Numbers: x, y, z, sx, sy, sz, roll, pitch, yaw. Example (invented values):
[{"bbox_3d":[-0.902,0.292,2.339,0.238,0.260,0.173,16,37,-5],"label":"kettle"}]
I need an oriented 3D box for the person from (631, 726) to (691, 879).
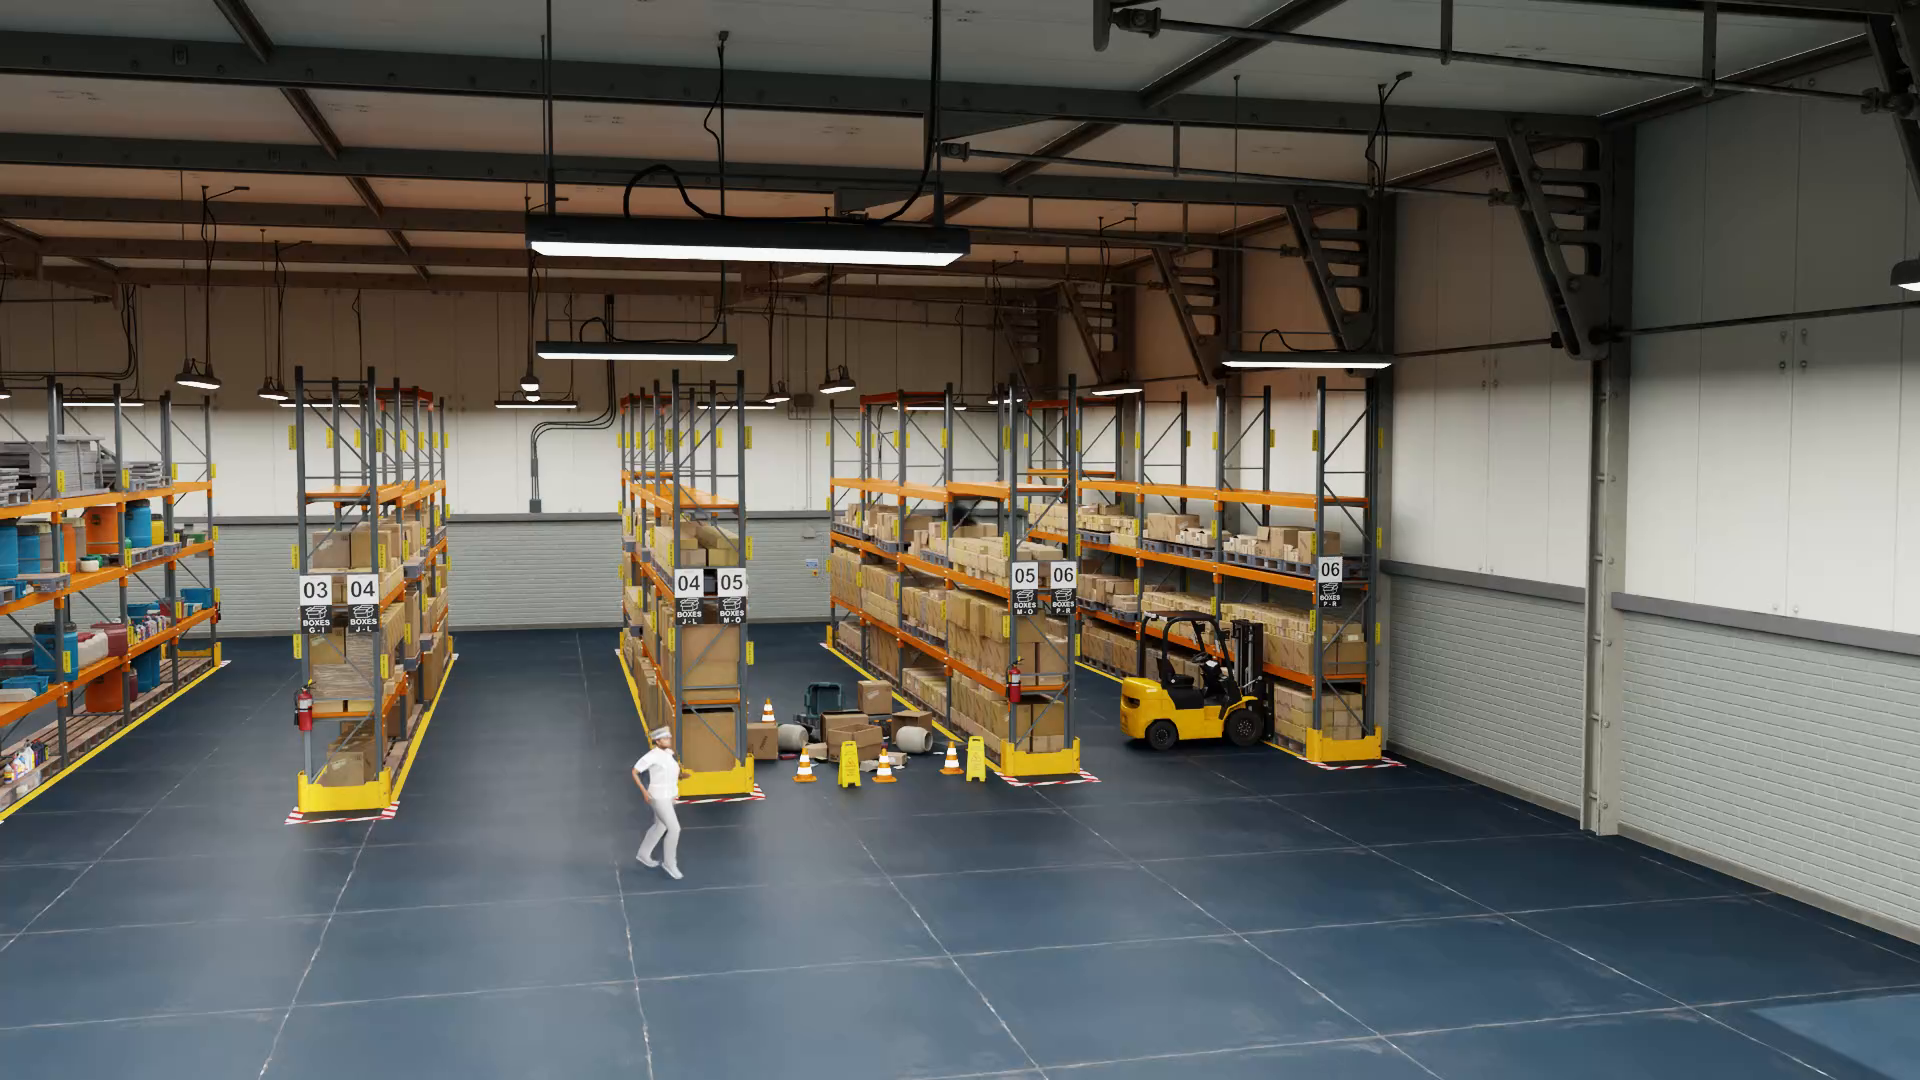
[{"bbox_3d":[-3.433,3.015,19.182,0.745,1.760,0.549,1,4,19],"label":"person"}]
